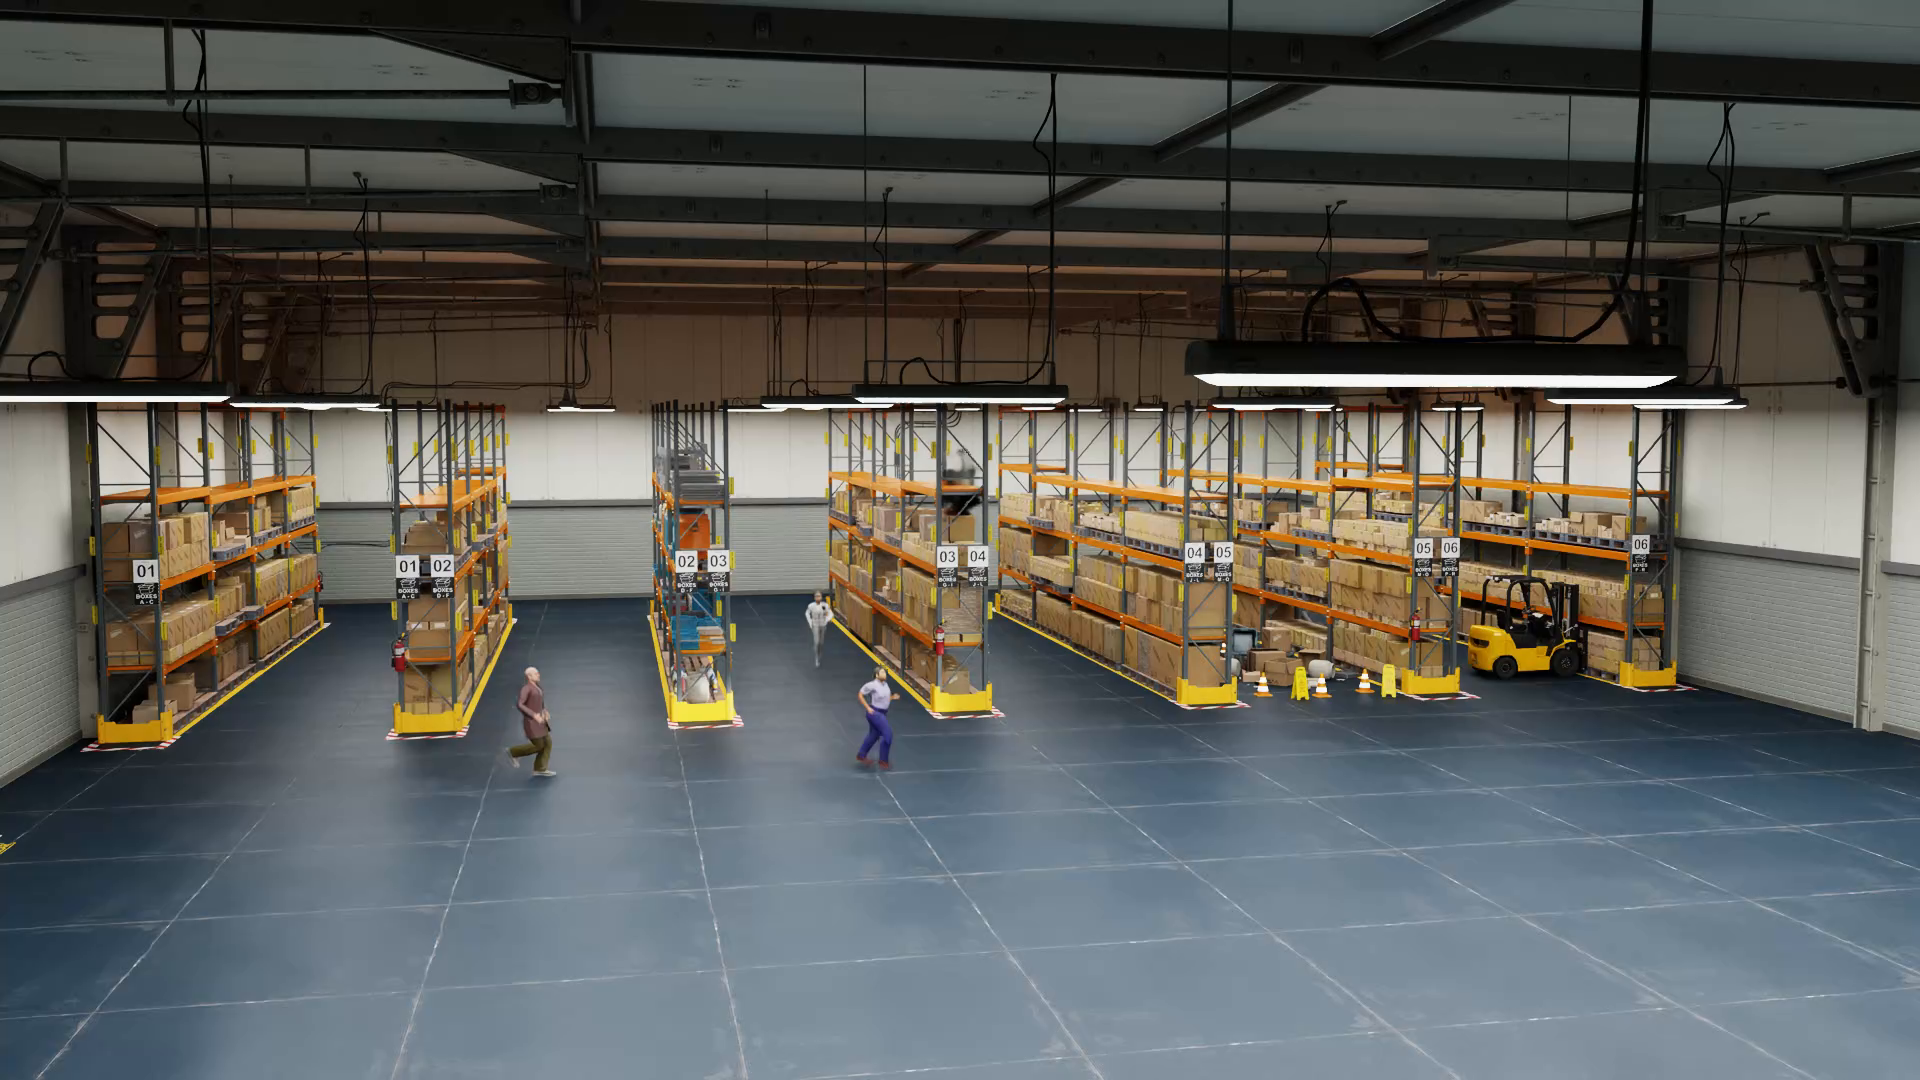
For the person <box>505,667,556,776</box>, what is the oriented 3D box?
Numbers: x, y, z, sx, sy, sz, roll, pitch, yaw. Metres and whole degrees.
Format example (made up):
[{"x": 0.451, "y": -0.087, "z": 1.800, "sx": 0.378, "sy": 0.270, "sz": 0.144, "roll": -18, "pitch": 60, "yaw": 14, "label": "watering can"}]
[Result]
[{"x": -6.790, "y": 2.880, "z": 26.330, "sx": 0.789, "sy": 1.744, "sz": 0.712, "roll": 0, "pitch": 4, "yaw": 6, "label": "person"}]

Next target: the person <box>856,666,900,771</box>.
[{"x": -1.341, "y": 2.892, "z": 26.960, "sx": 0.749, "sy": 1.719, "sz": 0.573, "roll": 1, "pitch": 4, "yaw": 16, "label": "person"}]

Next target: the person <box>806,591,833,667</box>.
[{"x": -3.223, "y": 2.014, "z": 38.169, "sx": 0.631, "sy": 1.747, "sz": 0.750, "roll": -1, "pitch": 4, "yaw": -8, "label": "person"}]

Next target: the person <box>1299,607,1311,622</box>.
[{"x": 9.133, "y": 1.551, "z": 44.170, "sx": 0.580, "sy": 1.708, "sz": 0.899, "roll": -1, "pitch": 4, "yaw": -14, "label": "person"}]
